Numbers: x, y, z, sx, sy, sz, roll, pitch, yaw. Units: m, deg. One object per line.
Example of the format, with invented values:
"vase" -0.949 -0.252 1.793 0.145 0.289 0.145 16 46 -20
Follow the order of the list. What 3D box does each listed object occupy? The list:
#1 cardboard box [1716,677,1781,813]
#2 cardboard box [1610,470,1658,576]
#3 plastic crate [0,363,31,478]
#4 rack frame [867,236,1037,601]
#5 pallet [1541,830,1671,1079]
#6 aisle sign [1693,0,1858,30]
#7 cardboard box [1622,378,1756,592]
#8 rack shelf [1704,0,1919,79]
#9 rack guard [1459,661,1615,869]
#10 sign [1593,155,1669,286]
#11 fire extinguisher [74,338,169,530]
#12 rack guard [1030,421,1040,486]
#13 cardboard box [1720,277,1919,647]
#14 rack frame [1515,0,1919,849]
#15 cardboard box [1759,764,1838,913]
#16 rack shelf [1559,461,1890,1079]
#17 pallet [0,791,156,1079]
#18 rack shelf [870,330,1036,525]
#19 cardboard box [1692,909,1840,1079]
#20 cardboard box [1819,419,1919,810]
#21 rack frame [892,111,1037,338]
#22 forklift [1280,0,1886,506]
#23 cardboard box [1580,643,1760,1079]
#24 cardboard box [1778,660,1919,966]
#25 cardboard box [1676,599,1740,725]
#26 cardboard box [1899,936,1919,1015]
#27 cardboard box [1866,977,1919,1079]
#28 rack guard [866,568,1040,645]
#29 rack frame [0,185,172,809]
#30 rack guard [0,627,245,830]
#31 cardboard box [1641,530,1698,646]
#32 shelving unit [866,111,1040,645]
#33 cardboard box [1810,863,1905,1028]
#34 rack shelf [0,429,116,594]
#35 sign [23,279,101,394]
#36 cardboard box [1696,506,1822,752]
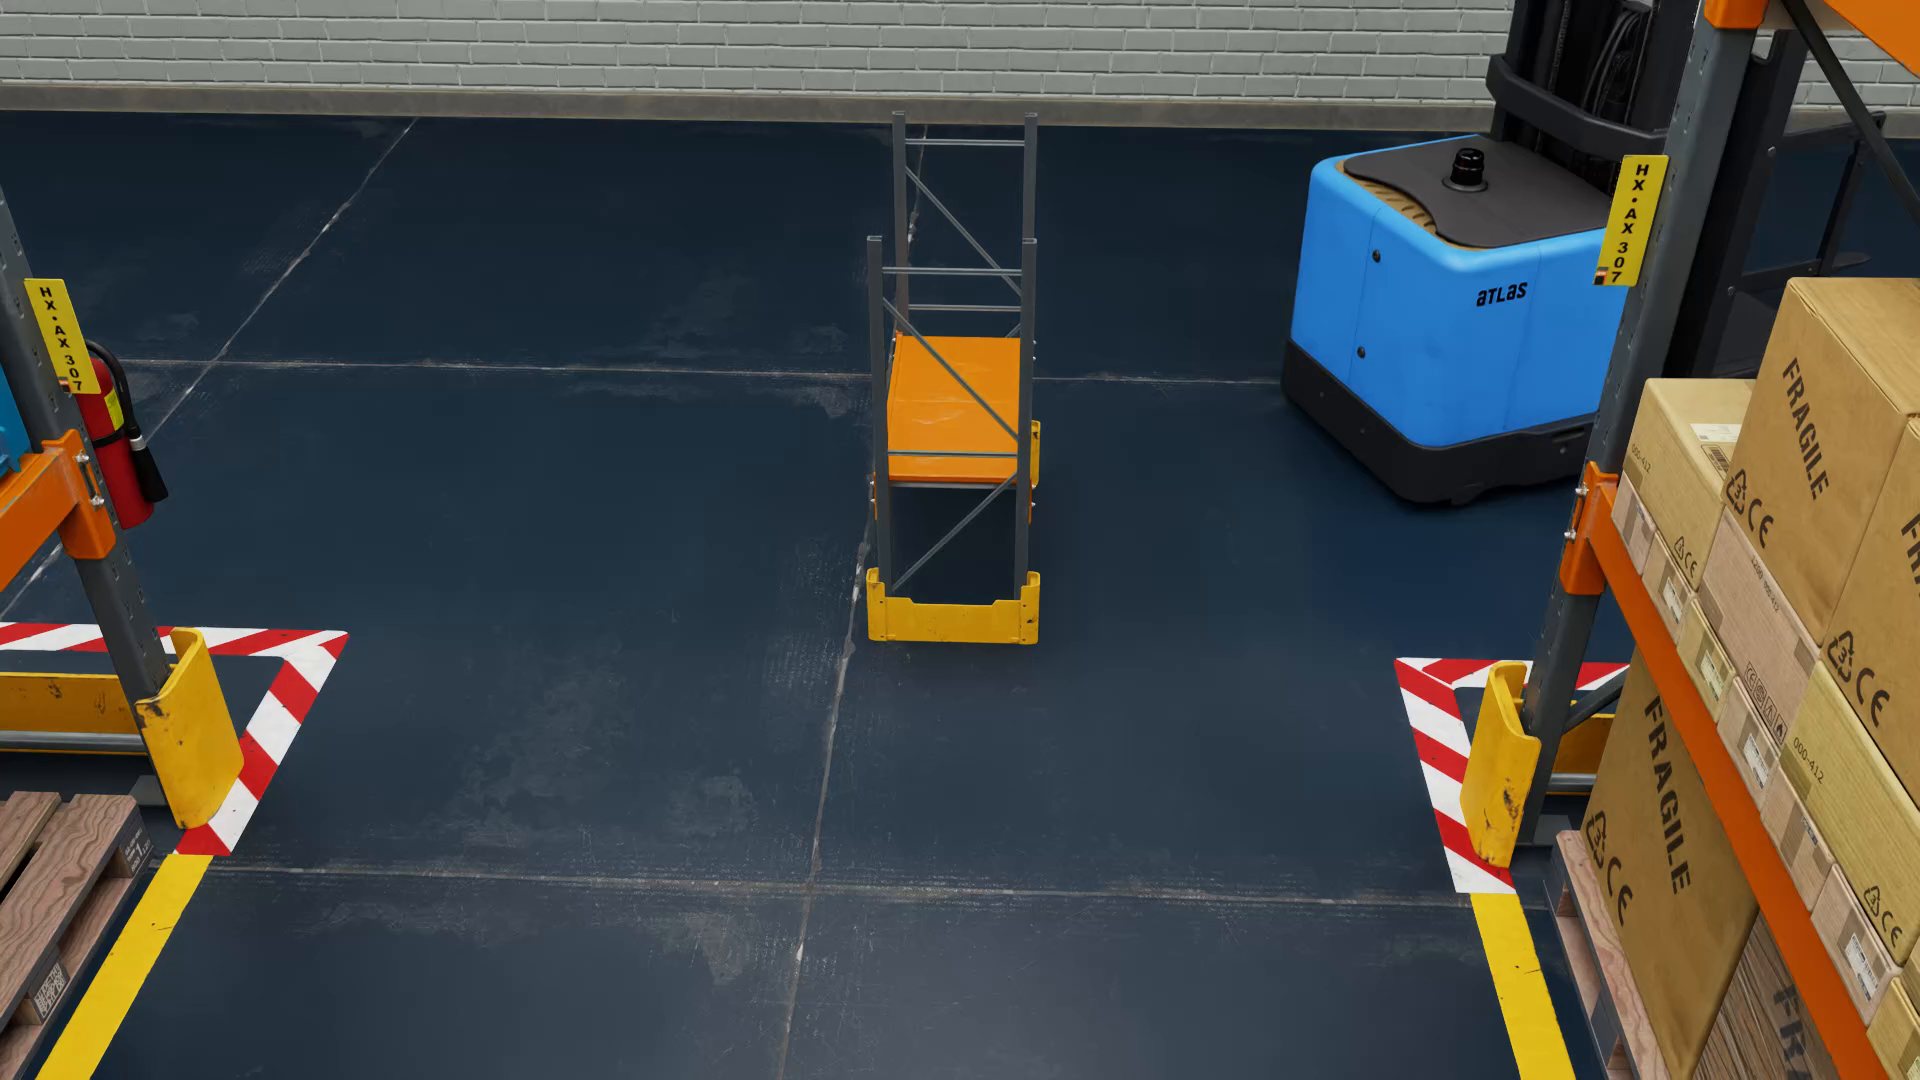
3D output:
"cardboard box" 1.743 0.406 3.283 0.380 0.149 0.250 1 35 1
"cardboard box" 1.771 -0.039 3.915 0.380 0.149 0.250 2 35 2
"plastic crate" -2.661 -0.295 3.978 0.616 0.435 0.499 1 35 2
"rack frame" -0.024 -0.273 5.333 0.500 1.500 0.032 1 35 2
"pallet" 2.161 1.264 4.268 1.003 0.211 1.213 1 35 2
"aisle sign" 1.818 -1.450 3.443 0.394 0.787 0.004 1 35 2
"cardboard box" 1.826 -0.129 3.696 0.500 0.250 0.500 0 35 1
"rack shelf" 2.035 -0.122 1.832 1.077 0.370 4.000 1 35 2
"rack guard" 2.116 0.671 4.861 1.175 0.500 0.348 1 35 2
"sign" 1.561 -0.741 3.874 0.100 0.325 0.005 1 35 2
"fire extinguisher" -2.374 -0.344 4.523 0.296 0.674 0.183 1 35 2
"rack guard" 0.017 -0.345 6.523 0.587 0.250 0.087 1 35 2
"cardboard box" 1.806 -0.148 3.072 0.500 0.500 0.500 1 35 1
"rack frame" 2.115 -0.338 4.122 1.000 3.000 0.127 1 35 2
"cardboard box" 1.732 0.552 3.075 0.380 0.149 0.250 1 35 1
"rack shelf" 2.035 1.105 2.694 1.077 0.370 4.000 1 35 2
"pallet" -2.906 1.161 4.414 1.003 0.211 1.213 1 35 2
"rack shelf" -0.003 -0.417 5.852 0.538 0.185 1.000 1 35 2
"cardboard box" 2.133 1.252 3.343 0.875 0.875 0.875 1 35 2
"cardboard box" 1.791 0.149 2.648 0.500 0.500 0.500 0 35 1
"rack frame" 0.017 -0.857 6.165 0.500 1.500 0.032 1 35 2
"forklift" 2.929 -1.862 6.350 3.031 2.935 1.130 -13 37 -17
"cardboard box" 2.169 0.729 4.087 0.875 0.875 0.875 1 35 2
"cardboard box" 1.788 0.459 2.861 0.500 0.250 0.500 0 35 0
"cardboard box" 1.752 0.256 3.496 0.380 0.149 0.250 1 35 1
"cardboard box" 1.772 0.758 2.434 0.500 0.250 0.500 1 35 1
"cardboard box" 1.711 0.845 2.658 0.380 0.149 0.250 0 35 1
"rack guard" -0.023 0.228 5.709 0.587 0.250 0.087 1 35 2
"rack frame" -2.834 -0.452 4.285 1.000 3.000 0.127 1 35 2
"rack guard" -2.846 0.556 5.024 1.175 0.500 0.348 1 35 2
"cardboard box" 1.762 0.109 3.705 0.380 0.149 0.250 1 35 1
"shelving unit" -0.003 -0.570 5.756 0.587 1.500 1.083 1 35 2
"cardboard box" 1.722 0.700 2.864 0.380 0.149 0.250 1 35 1
"rack shelf" -2.914 0.991 2.857 1.077 0.370 4.000 1 35 2
"sign" -2.283 -0.516 4.233 0.100 0.325 0.005 1 35 2
"cardboard box" 1.812 0.170 3.271 0.500 0.250 0.500 1 35 1
